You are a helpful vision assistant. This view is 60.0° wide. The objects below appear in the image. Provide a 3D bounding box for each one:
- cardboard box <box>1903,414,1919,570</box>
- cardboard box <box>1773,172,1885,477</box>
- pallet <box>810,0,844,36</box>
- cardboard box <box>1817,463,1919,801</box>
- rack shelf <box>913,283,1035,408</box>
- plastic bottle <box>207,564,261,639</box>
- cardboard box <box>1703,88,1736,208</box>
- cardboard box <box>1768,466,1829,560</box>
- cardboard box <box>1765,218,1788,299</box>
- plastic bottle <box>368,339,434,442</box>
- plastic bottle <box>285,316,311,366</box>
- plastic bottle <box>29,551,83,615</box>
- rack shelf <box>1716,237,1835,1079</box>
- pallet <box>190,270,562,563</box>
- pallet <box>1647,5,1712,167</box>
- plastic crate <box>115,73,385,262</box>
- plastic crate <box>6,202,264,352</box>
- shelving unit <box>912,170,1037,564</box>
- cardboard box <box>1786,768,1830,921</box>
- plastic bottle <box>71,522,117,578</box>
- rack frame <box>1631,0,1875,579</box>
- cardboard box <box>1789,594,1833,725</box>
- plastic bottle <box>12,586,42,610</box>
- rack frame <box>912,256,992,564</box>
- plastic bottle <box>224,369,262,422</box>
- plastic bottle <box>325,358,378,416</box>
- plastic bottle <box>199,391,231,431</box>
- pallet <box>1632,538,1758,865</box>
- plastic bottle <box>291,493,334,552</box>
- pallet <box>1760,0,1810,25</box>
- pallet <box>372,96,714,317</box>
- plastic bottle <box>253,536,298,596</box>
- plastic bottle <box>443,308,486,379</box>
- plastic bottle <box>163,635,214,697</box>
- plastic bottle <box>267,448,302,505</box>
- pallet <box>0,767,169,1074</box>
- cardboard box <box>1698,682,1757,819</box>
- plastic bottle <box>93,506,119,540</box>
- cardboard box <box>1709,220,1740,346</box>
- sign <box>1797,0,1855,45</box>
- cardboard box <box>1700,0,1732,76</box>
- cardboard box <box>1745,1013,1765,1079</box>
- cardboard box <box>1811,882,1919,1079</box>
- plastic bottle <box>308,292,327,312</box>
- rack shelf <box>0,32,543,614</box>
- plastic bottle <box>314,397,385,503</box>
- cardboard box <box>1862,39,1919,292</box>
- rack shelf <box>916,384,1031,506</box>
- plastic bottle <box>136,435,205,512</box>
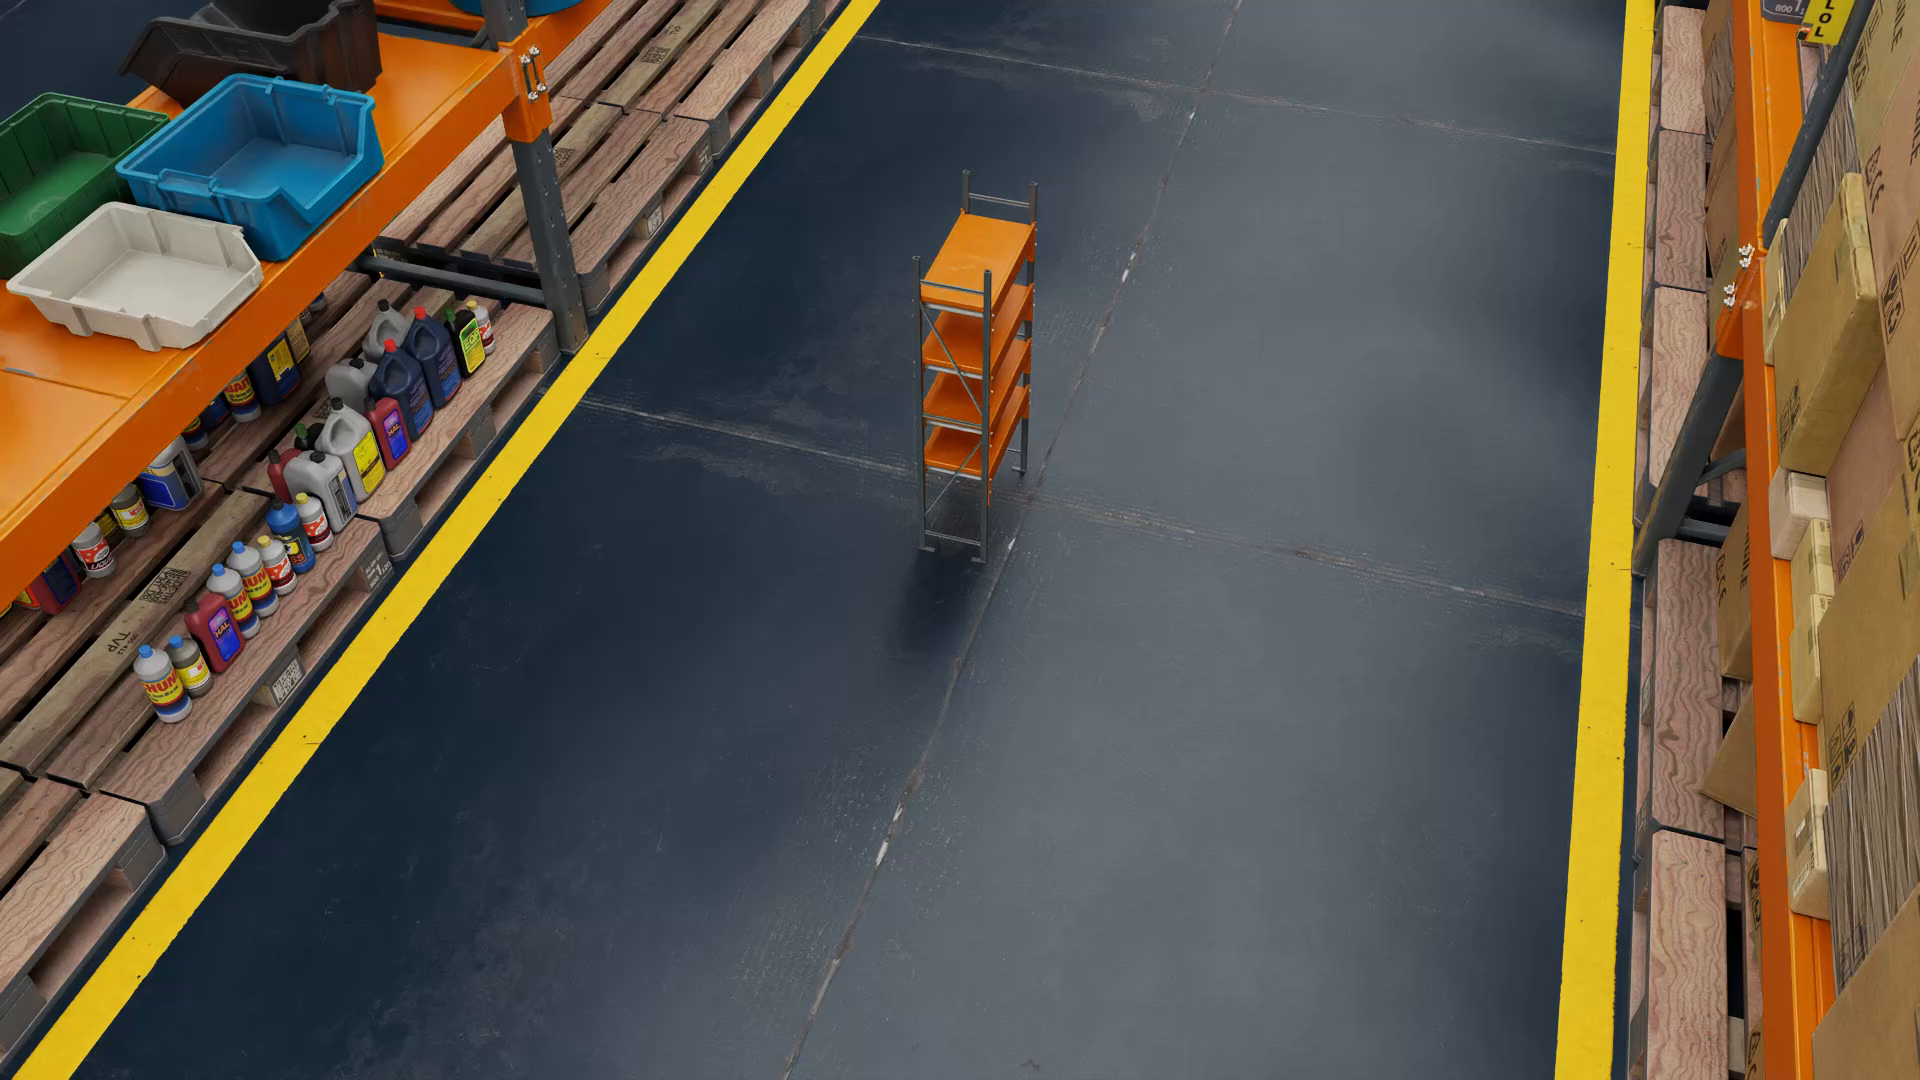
[{"bbox_3d":[1.943,-0.137,2.746,0.500,0.500,0.500,13,46,13],"label":"cardboard box"},{"bbox_3d":[2.384,-0.416,3.746,0.875,0.500,0.500,13,46,13],"label":"cardboard box"},{"bbox_3d":[-1.016,-3.097,8.764,1.003,0.211,1.213,13,46,13],"label":"pallet"},{"bbox_3d":[2.138,0.264,3.052,0.875,0.500,0.500,13,46,13],"label":"cardboard box"},{"bbox_3d":[0.050,-0.651,5.334,0.258,0.148,0.480,13,46,13],"label":"rack shelf"},{"bbox_3d":[-2.218,0.178,5.060,0.097,0.271,0.097,0,44,0],"label":"plastic bottle"},{"bbox_3d":[3.471,-1.614,6.727,0.700,0.500,0.500,16,47,16],"label":"cardboard box"},{"bbox_3d":[2.094,-0.054,3.840,0.380,0.149,0.250,13,46,13],"label":"cardboard box"},{"bbox_3d":[2.413,-0.717,4.517,0.380,0.149,0.250,13,46,13],"label":"cardboard box"},{"bbox_3d":[-1.935,-0.527,5.724,0.144,0.351,0.185,10,45,10],"label":"plastic bottle"},{"bbox_3d":[-2.441,-0.759,6.008,0.061,0.283,0.133,13,46,13],"label":"plastic bottle"},{"bbox_3d":[-2.825,0.088,5.143,0.061,0.283,0.133,13,46,13],"label":"plastic bottle"},{"bbox_3d":[2.159,0.704,3.400,1.077,0.370,4.000,13,46,13],"label":"rack shelf"},{"bbox_3d":[-2.199,-0.500,6.110,1.003,0.211,1.213,13,46,13],"label":"pallet"},{"bbox_3d":[3.738,-2.035,7.679,1.003,0.211,1.213,13,46,13],"label":"pallet"},{"bbox_3d":[-2.032,-1.087,4.822,0.499,0.251,0.616,13,46,13],"label":"plastic crate"},{"bbox_3d":[-2.206,-0.705,4.514,0.530,0.136,0.437,13,46,13],"label":"plastic crate"},{"bbox_3d":[0.050,-0.539,5.443,0.258,1.200,0.503,13,46,13],"label":"shelving unit"},{"bbox_3d":[1.797,0.614,3.157,0.380,0.149,0.250,13,46,13],"label":"cardboard box"},{"bbox_3d":[-2.760,0.016,5.275,0.097,0.201,0.097,0,44,0],"label":"plastic bottle"},{"bbox_3d":[2.764,-0.886,4.511,1.000,3.000,0.127,13,46,13],"label":"rack frame"},{"bbox_3d":[1.971,0.286,3.493,0.380,0.149,0.250,13,46,13],"label":"cardboard box"},{"bbox_3d":[-2.927,0.068,5.169,0.152,0.276,0.135,13,46,13],"label":"plastic bottle"},{"bbox_3d":[-0.024,-0.377,5.277,0.240,1.200,0.015,13,46,13],"label":"rack frame"},{"bbox_3d":[-2.525,-0.545,5.798,0.097,0.271,0.097,0,44,0],"label":"plastic bottle"},{"bbox_3d":[-2.083,-0.515,5.765,0.152,0.276,0.135,13,46,13],"label":"plastic bottle"},{"bbox_3d":[-2.653,-0.570,5.767,0.144,0.351,0.185,11,45,11],"label":"plastic bottle"},{"bbox_3d":[2.595,0.566,5.021,1.003,0.211,1.213,13,46,13],"label":"pallet"},{"bbox_3d":[-2.095,-0.067,5.360,0.097,0.201,0.097,0,44,0],"label":"plastic bottle"},{"bbox_3d":[3.415,-2.156,5.945,1.003,0.211,1.213,13,46,13],"label":"pallet"},{"bbox_3d":[-1.755,-1.470,7.102,1.003,0.211,1.213,13,46,13],"label":"pallet"},{"bbox_3d":[-2.157,0.070,5.220,0.097,0.201,0.097,0,44,0],"label":"plastic bottle"},{"bbox_3d":[-1.787,-0.731,5.980,0.061,0.283,0.133,15,46,15],"label":"plastic bottle"},{"bbox_3d":[-2.290,0.362,4.921,0.097,0.201,0.097,0,44,0],"label":"plastic bottle"},{"bbox_3d":[-2.187,-0.203,5.440,0.061,0.283,0.133,13,46,13],"label":"plastic bottle"},{"bbox_3d":[-2.938,1.127,4.448,1.003,0.211,1.213,13,46,13],"label":"pallet"},{"bbox_3d":[2.439,0.499,4.583,0.500,0.500,0.500,27,50,25],"label":"cardboard box"},{"bbox_3d":[-2.838,-0.162,5.351,0.144,0.351,0.185,14,46,14],"label":"plastic bottle"},{"bbox_3d":[3.133,-0.869,5.966,0.700,0.500,0.500,12,46,12],"label":"cardboard box"},{"bbox_3d":[2.234,-1.415,4.224,0.100,0.325,0.005,13,46,13],"label":"sign"},{"bbox_3d":[3.792,-2.365,7.495,0.700,0.500,0.500,10,45,10],"label":"cardboard box"},{"bbox_3d":[2.114,1.292,3.772,0.500,0.500,0.500,17,47,16],"label":"cardboard box"},{"bbox_3d":[1.783,0.919,2.382,0.875,0.500,0.500,13,46,13],"label":"cardboard box"},{"bbox_3d":[-2.470,-0.998,6.261,0.097,0.271,0.097,0,44,0],"label":"plastic bottle"},{"bbox_3d":[-2.562,-0.345,4.472,1.077,0.370,4.000,13,46,13],"label":"rack shelf"},{"bbox_3d":[-2.032,-0.312,5.504,0.144,0.351,0.185,12,46,12],"label":"plastic bottle"},{"bbox_3d":[2.236,-0.806,3.430,0.500,0.500,0.500,13,46,13],"label":"cardboard box"},{"bbox_3d":[0.050,-0.349,5.629,0.258,0.148,0.480,13,46,13],"label":"rack shelf"},{"bbox_3d":[-2.633,-0.245,5.489,0.152,0.276,0.135,13,46,13],"label":"plastic bottle"}]
